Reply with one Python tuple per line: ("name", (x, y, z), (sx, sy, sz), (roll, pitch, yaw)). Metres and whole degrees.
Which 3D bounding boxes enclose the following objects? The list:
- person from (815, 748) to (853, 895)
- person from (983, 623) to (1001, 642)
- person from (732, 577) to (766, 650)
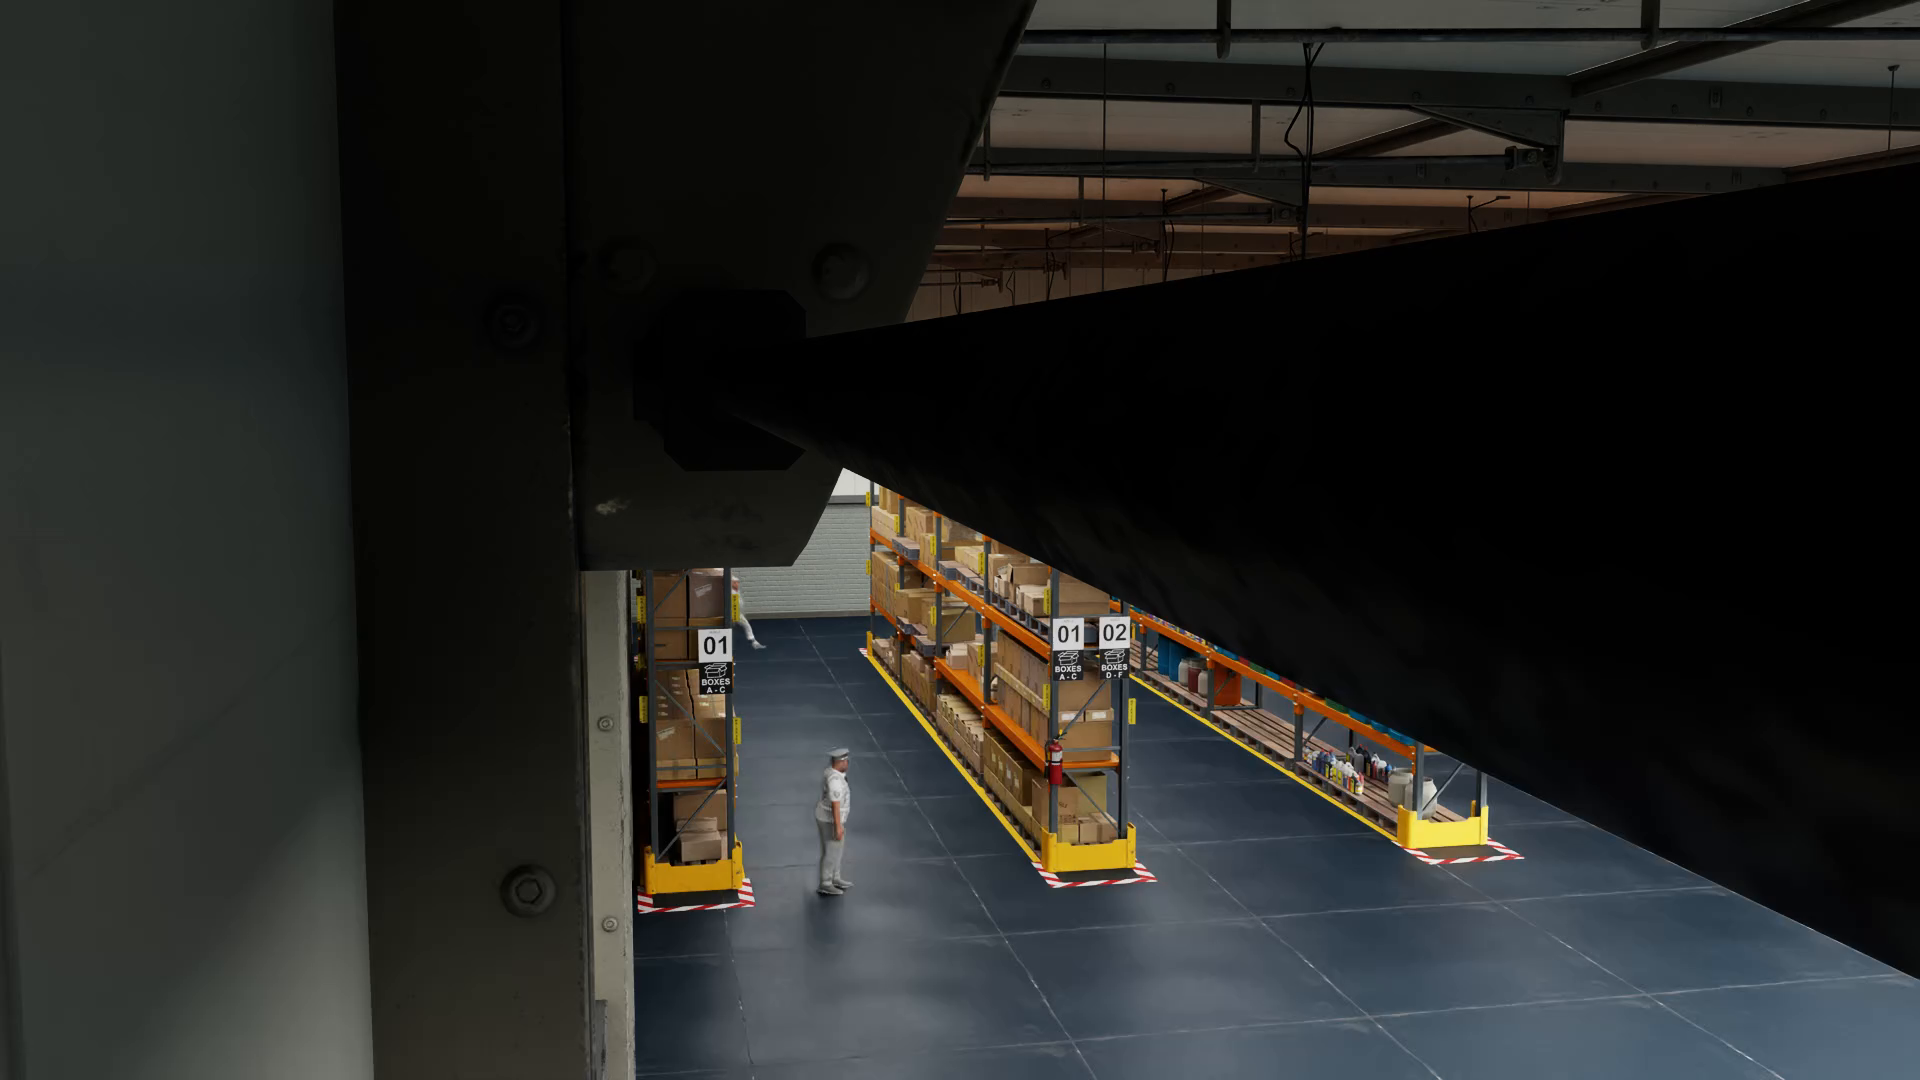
("person", (-1.516, 3.380, 20.021), (0.449, 1.760, 0.593), (-1, 6, -5))
("person", (0.765, 1.558, 37.761), (0.539, 1.632, 0.960), (-1, 6, -13))
("person", (-4.941, 1.635, 36.777), (1.217, 1.669, 0.767), (1, 6, 9))
